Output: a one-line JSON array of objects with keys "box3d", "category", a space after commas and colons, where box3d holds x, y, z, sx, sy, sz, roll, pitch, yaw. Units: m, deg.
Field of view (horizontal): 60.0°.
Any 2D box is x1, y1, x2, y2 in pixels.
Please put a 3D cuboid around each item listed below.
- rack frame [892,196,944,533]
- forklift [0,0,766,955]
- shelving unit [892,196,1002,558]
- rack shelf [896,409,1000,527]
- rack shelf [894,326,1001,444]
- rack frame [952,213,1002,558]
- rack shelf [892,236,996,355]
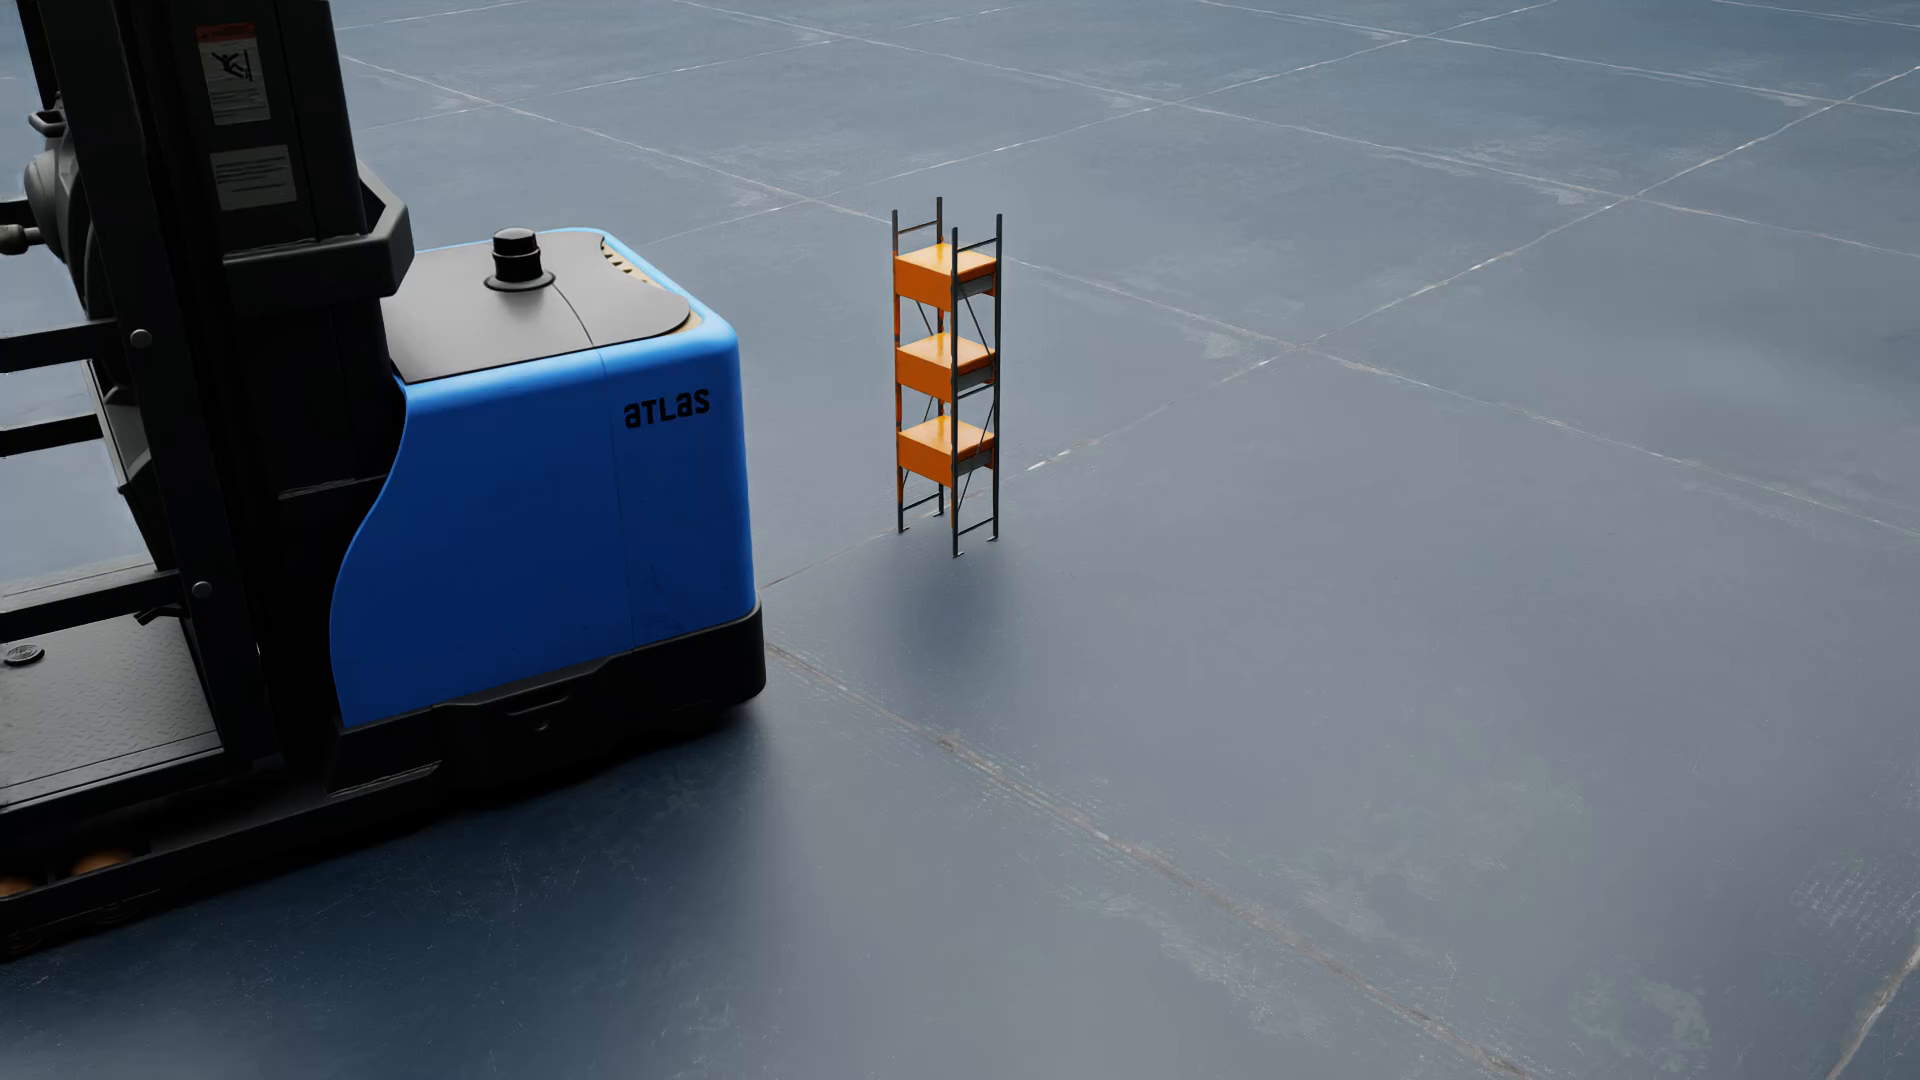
[{"box3d": [-0.125, -0.522, 5.115, 0.008, 1.050, 0.200, 25, 36, 38], "category": "rack frame"}, {"box3d": [-2.043, -0.691, 3.415, 3.031, 2.935, 1.130, -15, 31, -27], "category": "forklift"}, {"box3d": [-0.038, -0.482, 5.039, 0.252, 1.050, 0.215, 25, 36, 38], "category": "shelving unit"}, {"box3d": [-0.038, -0.227, 5.173, 0.240, 0.259, 0.215, 25, 36, 38], "category": "rack shelf"}, {"box3d": [-0.038, -0.473, 5.044, 0.240, 0.259, 0.215, 25, 36, 38], "category": "rack shelf"}, {"box3d": [0.049, -0.442, 4.963, 0.008, 1.050, 0.200, 25, 36, 38], "category": "rack frame"}, {"box3d": [-0.038, -0.724, 4.912, 0.240, 0.259, 0.215, 25, 36, 38], "category": "rack shelf"}]
